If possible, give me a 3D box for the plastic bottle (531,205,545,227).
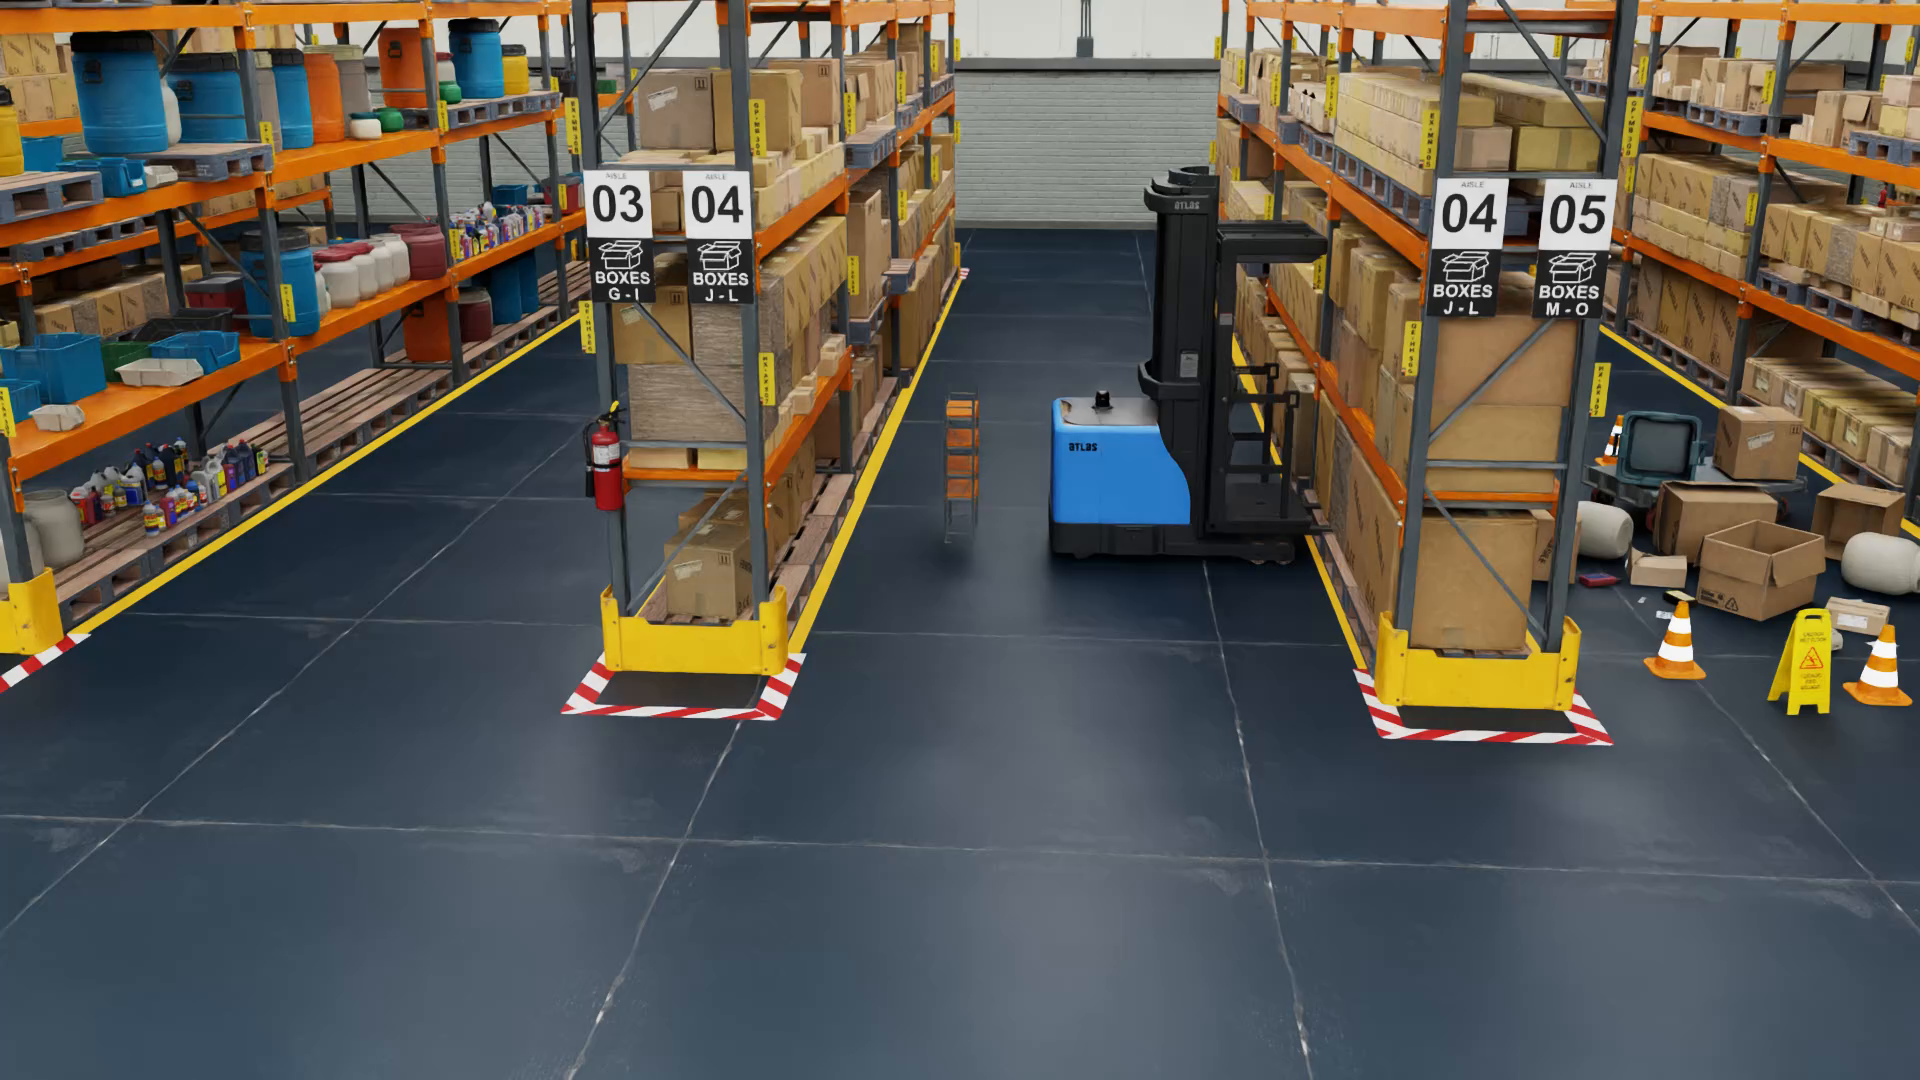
[{"bbox_3d":[-5.519,-4.240,21.745,0.152,0.276,0.135,1,18,4],"label":"plastic bottle"}]

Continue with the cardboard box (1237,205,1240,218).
[{"bbox_3d":[3.491,-3.878,19.691,0.380,0.149,0.250,1,18,3],"label":"cardboard box"}]

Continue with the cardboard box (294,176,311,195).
[{"bbox_3d":[-10.261,-5.524,25.303,0.500,0.500,0.500,1,18,4],"label":"cardboard box"}]

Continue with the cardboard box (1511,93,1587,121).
[{"bbox_3d":[3.585,-2.635,10.117,0.380,0.149,0.250,1,18,3],"label":"cardboard box"}]

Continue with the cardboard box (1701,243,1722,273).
[{"bbox_3d":[8.523,-3.105,18.323,0.500,0.250,0.500,2,18,5],"label":"cardboard box"}]

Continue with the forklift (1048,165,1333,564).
[{"bbox_3d":[2.233,-1.373,12.907,3.031,2.935,1.130,0,18,2],"label":"forklift"}]

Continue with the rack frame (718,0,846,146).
[{"bbox_3d":[-1.447,-4.684,13.267,1.000,3.000,0.127,1,18,4],"label":"rack frame"}]

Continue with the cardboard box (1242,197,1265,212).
[{"bbox_3d":[3.453,-3.860,19.161,0.380,0.149,0.250,2,18,7],"label":"cardboard box"}]

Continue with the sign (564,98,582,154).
[{"bbox_3d":[-2.286,-2.456,9.861,0.100,0.325,0.005,1,18,4],"label":"sign"}]

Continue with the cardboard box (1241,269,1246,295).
[{"bbox_3d":[3.715,-3.155,20.370,0.500,0.250,0.500,2,18,5],"label":"cardboard box"}]

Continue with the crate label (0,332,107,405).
[{"bbox_3d":[-6.811,-1.296,12.504,0.502,0.435,0.616,1,18,4],"label":"crate label"}]

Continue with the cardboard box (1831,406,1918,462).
[{"bbox_3d":[8.521,-0.949,15.048,0.950,0.372,0.625,2,18,7],"label":"cardboard box"}]

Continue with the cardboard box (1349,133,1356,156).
[{"bbox_3d":[3.074,-2.903,12.217,0.380,0.149,0.250,1,18,3],"label":"cardboard box"}]

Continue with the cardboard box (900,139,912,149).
[{"bbox_3d":[-0.957,-5.527,24.033,0.500,0.500,0.500,1,18,2],"label":"cardboard box"}]

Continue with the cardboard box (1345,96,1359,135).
[{"bbox_3d":[3.144,-3.131,12.273,0.500,0.250,0.500,1,18,3],"label":"cardboard box"}]

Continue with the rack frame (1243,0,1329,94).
[{"bbox_3d":[4.067,-7.027,20.416,1.000,3.000,0.127,1,18,4],"label":"rack frame"}]

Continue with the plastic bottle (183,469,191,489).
[{"bbox_3d":[-6.304,-0.448,13.627,0.061,0.283,0.133,1,18,4],"label":"plastic bottle"}]

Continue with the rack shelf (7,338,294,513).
[{"bbox_3d":[-6.530,-0.981,12.754,1.077,0.370,4.000,1,18,4],"label":"rack shelf"}]

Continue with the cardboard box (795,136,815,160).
[{"bbox_3d":[-1.271,-2.860,12.118,0.380,0.149,0.250,2,18,6],"label":"cardboard box"}]

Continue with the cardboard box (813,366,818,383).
[{"bbox_3d":[-1.308,-1.253,12.835,0.380,0.149,0.250,1,18,4],"label":"cardboard box"}]

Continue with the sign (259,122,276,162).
[{"bbox_3d":[-5.839,-3.358,14.022,0.100,0.325,0.005,1,18,4],"label":"sign"}]

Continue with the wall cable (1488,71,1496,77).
[{"bbox_3d":[9.679,-7.589,30.083,0.585,1.953,0.123,1,18,4],"label":"wall cable"}]

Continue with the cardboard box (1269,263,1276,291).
[{"bbox_3d":[3.479,-2.848,17.136,0.500,0.500,0.500,1,18,5],"label":"cardboard box"}]

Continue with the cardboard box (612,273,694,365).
[{"bbox_3d":[-1.940,-1.431,10.730,0.500,0.500,0.500,1,18,4],"label":"cardboard box"}]

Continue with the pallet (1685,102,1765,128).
[{"bbox_3d":[8.795,-4.739,18.553,1.003,0.211,1.213,2,18,6],"label":"pallet"}]

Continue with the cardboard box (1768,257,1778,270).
[{"bbox_3d":[8.516,-2.838,16.995,0.380,0.149,0.250,0,18,1],"label":"cardboard box"}]

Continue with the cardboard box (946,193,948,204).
[{"bbox_3d":[-0.373,-4.925,24.040,0.380,0.149,0.250,1,18,4],"label":"cardboard box"}]

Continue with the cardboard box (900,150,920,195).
[{"bbox_3d":[-0.911,-4.644,21.006,0.797,0.503,0.637,1,18,2],"label":"cardboard box"}]

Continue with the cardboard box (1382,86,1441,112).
[{"bbox_3d":[2.984,-2.888,10.890,0.380,0.149,0.250,1,18,3],"label":"cardboard box"}]

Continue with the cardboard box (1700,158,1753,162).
[{"bbox_3d":[9.200,-4.314,20.006,0.500,0.500,0.500,2,18,5],"label":"cardboard box"}]

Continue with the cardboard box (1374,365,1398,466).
[{"bbox_3d":[3.206,-0.808,10.830,0.875,0.550,0.550,1,18,4],"label":"cardboard box"}]

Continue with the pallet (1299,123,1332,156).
[{"bbox_3d":[3.710,-3.721,15.447,1.003,0.211,1.213,2,18,6],"label":"pallet"}]

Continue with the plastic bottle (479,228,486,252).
[{"bbox_3d":[-5.652,-3.544,19.629,0.097,0.271,0.097,0,18,0],"label":"plastic bottle"}]

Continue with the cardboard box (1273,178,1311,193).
[{"bbox_3d":[4.354,-4.513,21.740,0.500,0.500,0.500,1,18,3],"label":"cardboard box"}]

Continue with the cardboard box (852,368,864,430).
[{"bbox_3d":[-1.288,-1.366,16.083,0.700,0.500,0.500,0,18,-1],"label":"cardboard box"}]

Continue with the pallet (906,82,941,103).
[{"bbox_3d":[-0.804,-5.955,22.105,1.003,0.211,1.213,1,18,4],"label":"pallet"}]

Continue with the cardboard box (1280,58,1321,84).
[{"bbox_3d":[3.550,-4.902,17.358,0.396,0.266,0.258,1,18,4],"label":"cardboard box"}]

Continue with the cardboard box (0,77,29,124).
[{"bbox_3d":[-11.043,-4.907,18.604,0.910,0.500,0.500,1,18,4],"label":"cardboard box"}]

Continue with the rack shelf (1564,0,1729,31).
[{"bbox_3d":[9.155,-7.037,22.244,1.077,0.370,4.000,1,18,4],"label":"rack shelf"}]

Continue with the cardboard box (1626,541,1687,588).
[{"bbox_3d":[5.207,0.183,12.438,0.396,0.266,0.258,4,19,13],"label":"cardboard box"}]

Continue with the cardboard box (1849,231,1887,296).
[{"bbox_3d":[8.319,-2.463,14.811,0.500,0.500,0.500,2,18,6],"label":"cardboard box"}]

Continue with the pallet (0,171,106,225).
[{"bbox_3d":[-6.517,-2.292,11.087,1.003,0.211,1.213,1,18,4],"label":"pallet"}]

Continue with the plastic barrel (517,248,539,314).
[{"bbox_3d":[-5.869,-3.462,21.868,0.600,0.901,0.708,1,18,4],"label":"plastic barrel"}]

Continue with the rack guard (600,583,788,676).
[{"bbox_3d":[-1.728,0.573,10.871,1.175,0.500,0.348,1,18,4],"label":"rack guard"}]

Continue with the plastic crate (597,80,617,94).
[{"bbox_3d":[-5.312,-6.683,24.524,0.450,0.188,0.336,1,18,4],"label":"plastic crate"}]

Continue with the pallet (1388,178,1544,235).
[{"bbox_3d":[3.249,-2.063,10.226,1.003,0.211,1.213,1,18,4],"label":"pallet"}]

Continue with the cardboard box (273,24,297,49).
[{"bbox_3d":[-10.487,-7.571,25.127,0.700,0.500,0.500,1,18,4],"label":"cardboard box"}]

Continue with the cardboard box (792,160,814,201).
[{"bbox_3d":[-1.338,-2.565,11.857,0.500,0.250,0.500,2,18,6],"label":"cardboard box"}]

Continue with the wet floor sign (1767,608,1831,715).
[{"bbox_3d":[5.179,0.723,10.180,0.267,0.644,0.232,-2,18,-6],"label":"wet floor sign"}]

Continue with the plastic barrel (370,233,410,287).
[{"bbox_3d":[-5.961,-2.915,17.322,0.421,0.512,0.421,0,18,0],"label":"plastic barrel"}]

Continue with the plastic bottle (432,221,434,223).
[{"bbox_3d":[-6.392,-3.720,20.145,0.061,0.283,0.133,1,18,4],"label":"plastic bottle"}]

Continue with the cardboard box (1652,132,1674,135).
[{"bbox_3d":[9.398,-5.338,22.088,0.380,0.149,0.250,1,18,2],"label":"cardboard box"}]

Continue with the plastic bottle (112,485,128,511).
[{"bbox_3d":[-6.792,-0.344,13.444,0.097,0.201,0.097,0,18,0],"label":"plastic bottle"}]

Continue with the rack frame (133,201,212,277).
[{"bbox_3d":[-10.754,-4.540,22.462,1.000,3.000,0.127,1,18,4],"label":"rack frame"}]

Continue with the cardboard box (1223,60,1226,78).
[{"bbox_3d":[4.026,-6.717,23.726,0.500,0.250,0.500,1,18,3],"label":"cardboard box"}]

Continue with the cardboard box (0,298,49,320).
[{"bbox_3d":[-11.208,-2.615,19.894,0.500,0.500,0.500,2,18,6],"label":"cardboard box"}]

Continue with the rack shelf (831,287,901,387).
[{"bbox_3d":[-1.303,-2.113,16.208,1.077,0.370,4.000,1,18,4],"label":"rack shelf"}]

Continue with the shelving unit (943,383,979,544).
[{"bbox_3d":[0.012,-0.622,13.393,0.258,1.200,0.503,1,18,4],"label":"shelving unit"}]
